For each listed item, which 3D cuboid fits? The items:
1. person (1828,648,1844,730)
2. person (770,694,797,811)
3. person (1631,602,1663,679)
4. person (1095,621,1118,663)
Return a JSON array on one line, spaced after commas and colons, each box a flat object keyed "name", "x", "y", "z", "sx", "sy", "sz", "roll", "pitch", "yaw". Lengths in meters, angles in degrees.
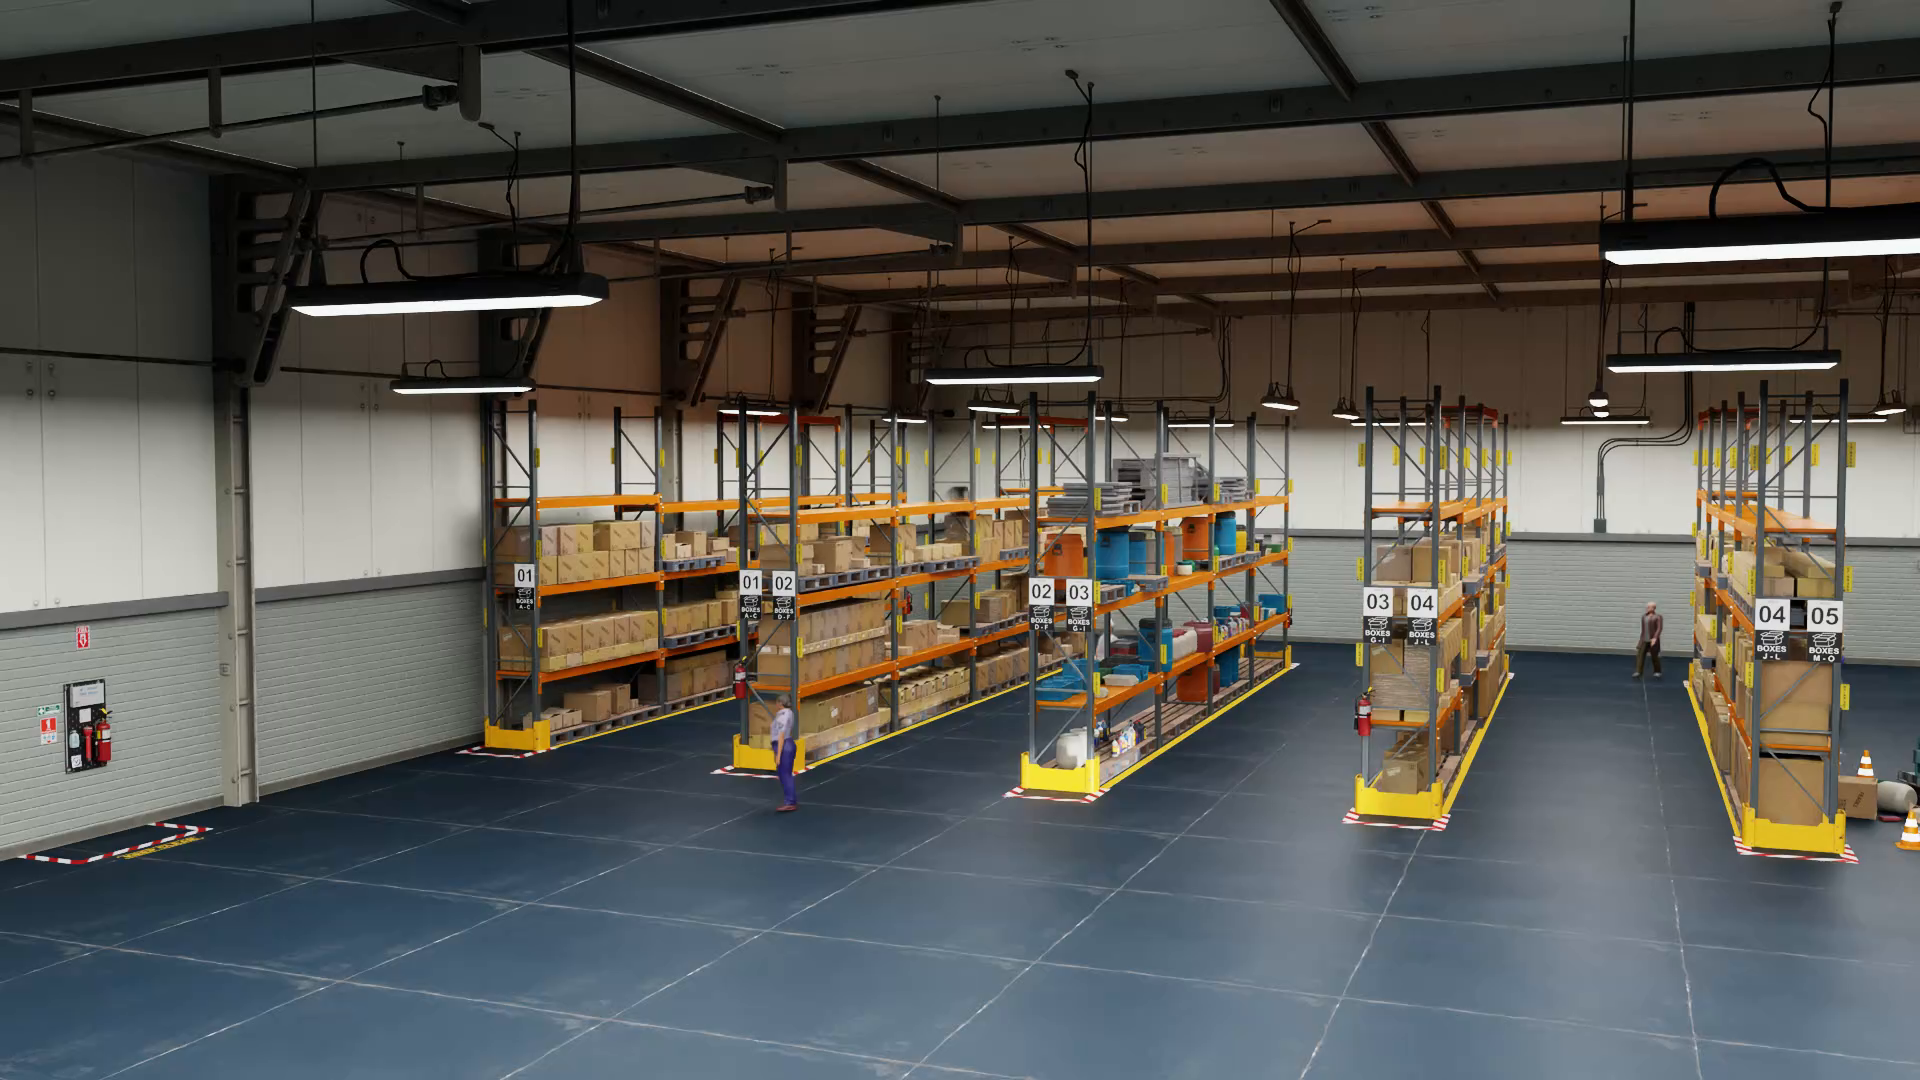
[{"name": "person", "x": 16.042, "y": 2.678, "z": 30.644, "sx": 0.507, "sy": 1.680, "sz": 0.391, "roll": -2, "pitch": 3, "yaw": -31}, {"name": "person", "x": -2.504, "y": 3.025, "z": 23.618, "sx": 0.387, "sy": 1.685, "sz": 0.602, "roll": 0, "pitch": 3, "yaw": 3}, {"name": "person", "x": 15.560, "y": 2.269, "z": 37.535, "sx": 0.559, "sy": 1.725, "sz": 1.089, "roll": 3, "pitch": 4, "yaw": 45}, {"name": "person", "x": 2.935, "y": 2.491, "z": 33.440, "sx": 0.589, "sy": 1.746, "sz": 1.061, "roll": 3, "pitch": 4, "yaw": 45}]
